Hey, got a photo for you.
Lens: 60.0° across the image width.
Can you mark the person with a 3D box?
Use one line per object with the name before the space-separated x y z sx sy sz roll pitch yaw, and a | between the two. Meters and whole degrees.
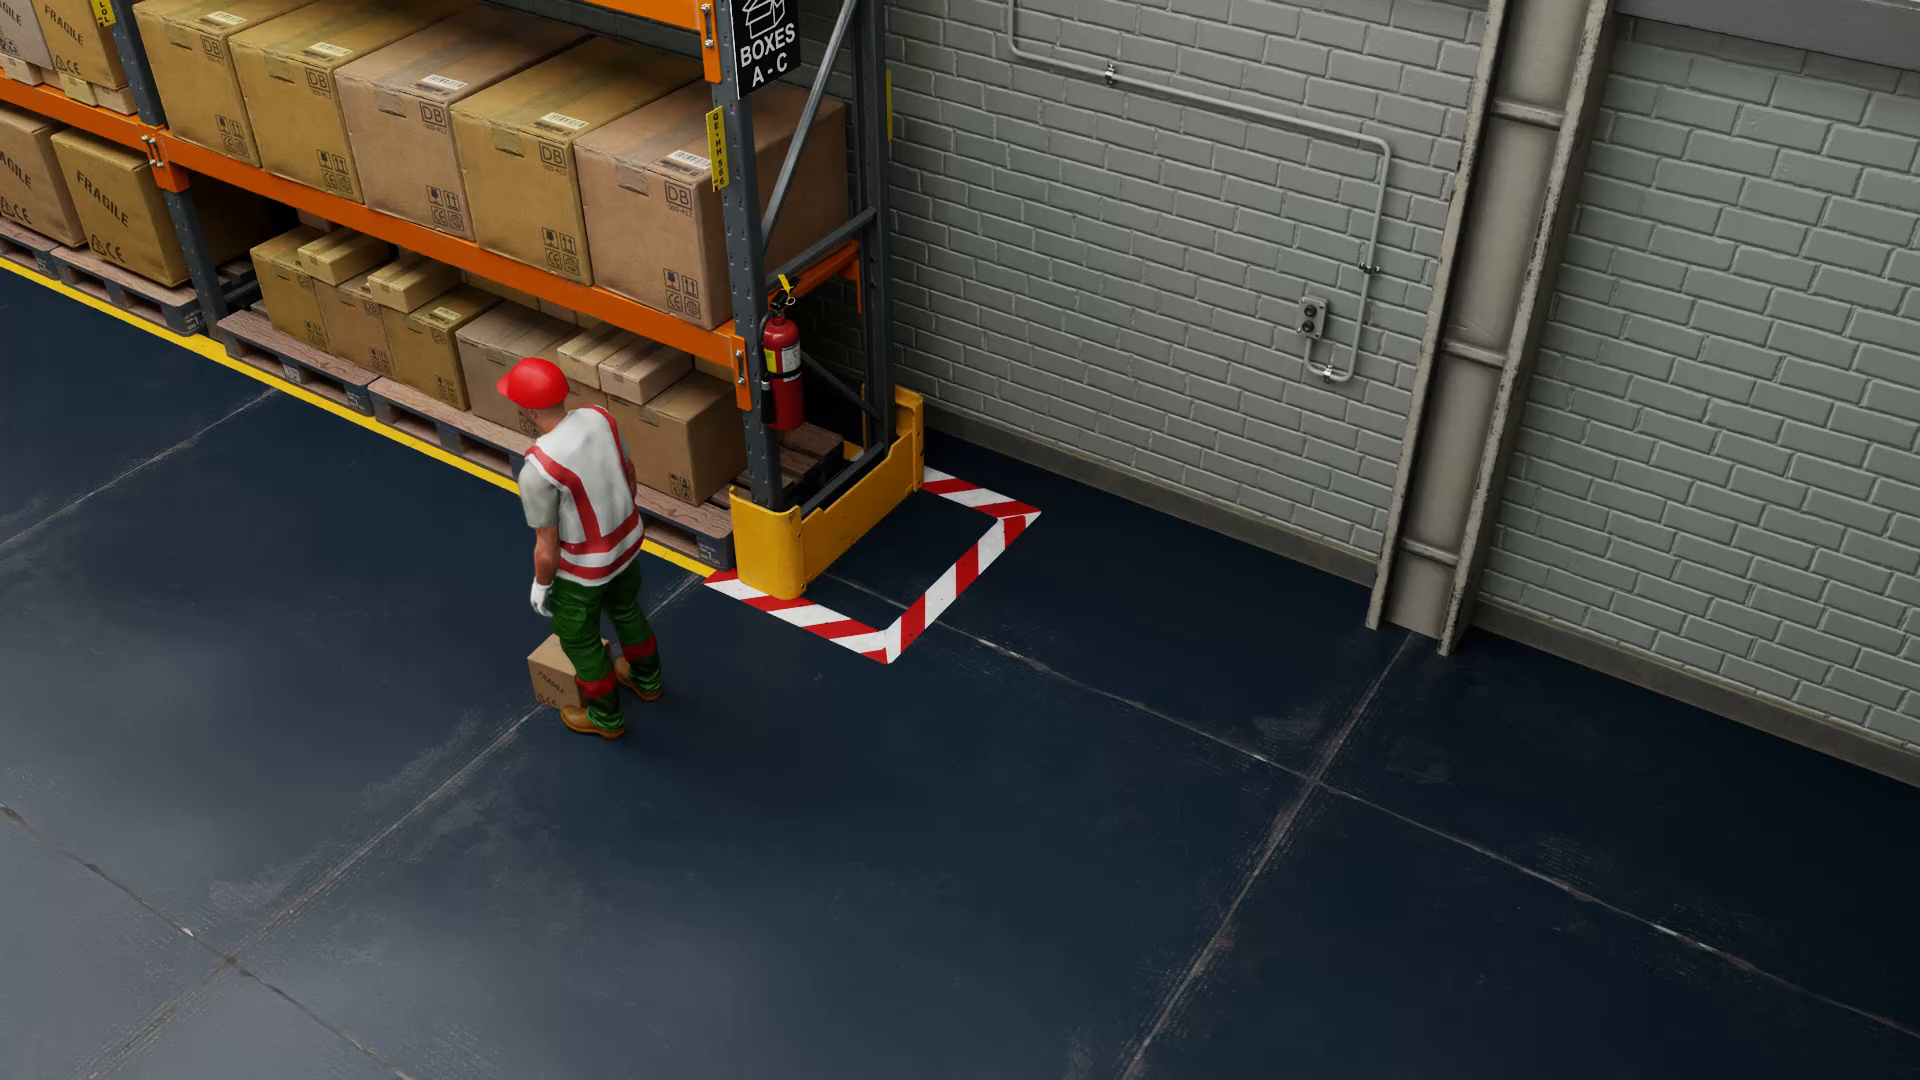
person | -1.492 0.048 6.608 0.453 1.778 0.615 19 42 22
